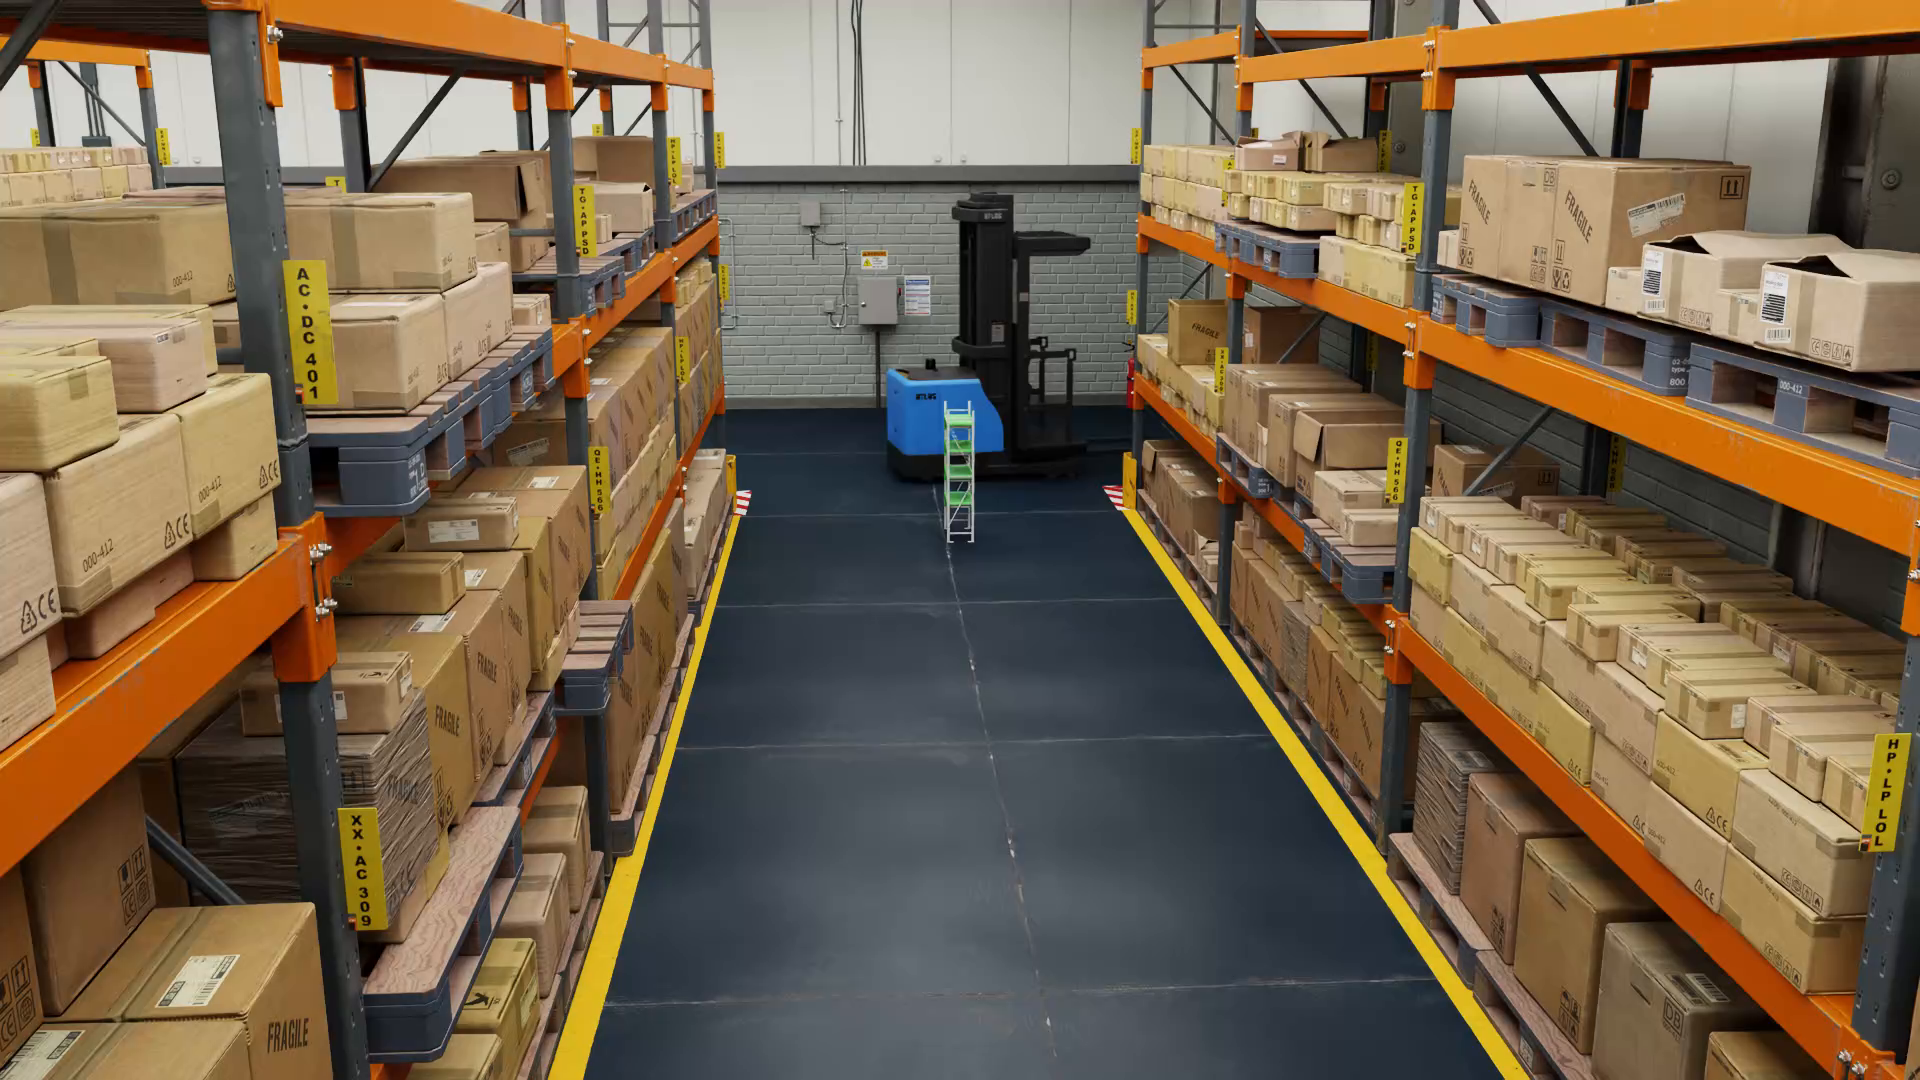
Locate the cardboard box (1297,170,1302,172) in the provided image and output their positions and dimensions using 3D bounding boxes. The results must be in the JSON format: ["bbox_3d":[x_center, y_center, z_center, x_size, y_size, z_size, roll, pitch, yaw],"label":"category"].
[{"bbox_3d":[2.693,-2.717,12.249,0.500,0.250,0.500,-1,14,-4],"label":"cardboard box"}]

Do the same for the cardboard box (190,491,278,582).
[{"bbox_3d":[-1.694,-0.014,3.544,0.380,0.149,0.250,-1,14,-3],"label":"cardboard box"}]

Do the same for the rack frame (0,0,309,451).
[{"bbox_3d":[-2.019,-1.662,3.426,1.000,3.000,0.127,-1,14,-3],"label":"rack frame"}]

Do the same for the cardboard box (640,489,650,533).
[{"bbox_3d":[-2.156,-0.185,10.026,0.500,0.250,0.500,-1,14,-3],"label":"cardboard box"}]

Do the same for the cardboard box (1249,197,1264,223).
[{"bbox_3d":[2.087,-2.135,10.747,0.380,0.149,0.250,-1,14,-3],"label":"cardboard box"}]

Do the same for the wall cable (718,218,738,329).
[{"bbox_3d":[-3.135,-3.650,21.091,0.585,1.953,0.123,-1,14,-3],"label":"wall cable"}]

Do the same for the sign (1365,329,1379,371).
[{"bbox_3d":[-2.127,-1.223,5.560,11.111,3.253,12.099,-1,14,-3],"label":"sign"}]

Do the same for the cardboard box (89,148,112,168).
[{"bbox_3d":[-7.324,-3.186,13.866,0.386,0.149,0.259,0,14,-1],"label":"cardboard box"}]

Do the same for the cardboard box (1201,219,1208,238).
[{"bbox_3d":[2.092,-2.429,12.930,0.380,0.149,0.250,-1,14,-4],"label":"cardboard box"}]

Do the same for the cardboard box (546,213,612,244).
[{"bbox_3d":[-2.247,-1.821,9.691,0.380,0.166,0.250,0,14,1],"label":"cardboard box"}]

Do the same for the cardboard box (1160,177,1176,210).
[{"bbox_3d":[2.018,-2.974,14.251,0.500,0.250,0.500,-1,14,-5],"label":"cardboard box"}]

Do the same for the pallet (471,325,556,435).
[{"bbox_3d":[-2.018,-0.531,5.429,1.213,0.211,1.003,-1,14,-3],"label":"pallet"}]

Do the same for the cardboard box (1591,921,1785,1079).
[{"bbox_3d":[2.999,2.316,3.930,0.963,0.625,4.871,-1,14,-3],"label":"cardboard box"}]

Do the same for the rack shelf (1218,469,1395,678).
[{"bbox_3d":[2.564,0.022,10.364,1.077,0.370,4.000,-1,14,-3],"label":"rack shelf"}]

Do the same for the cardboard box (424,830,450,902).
[{"bbox_3d":[-1.744,0.957,4.948,0.380,0.149,0.250,-1,14,-2],"label":"cardboard box"}]

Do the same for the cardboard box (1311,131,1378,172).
[{"bbox_3d":[2.577,-2.611,11.167,0.396,0.266,0.258,-1,14,-3],"label":"cardboard box"}]

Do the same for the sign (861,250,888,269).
[{"bbox_3d":[-1.097,-3.590,21.301,0.339,0.242,0.001,-1,14,-3],"label":"sign"}]

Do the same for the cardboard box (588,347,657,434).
[{"bbox_3d":[-2.185,-0.917,10.362,0.500,0.500,0.500,0,14,-2],"label":"cardboard box"}]

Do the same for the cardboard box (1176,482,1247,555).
[{"bbox_3d":[2.214,-0.186,13.904,0.700,0.500,0.500,-1,14,-6],"label":"cardboard box"}]

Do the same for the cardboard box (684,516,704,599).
[{"bbox_3d":[-2.446,0.134,12.787,0.875,0.438,0.875,-1,14,-4],"label":"cardboard box"}]

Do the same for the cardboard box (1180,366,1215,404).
[{"bbox_3d":[2.101,-1.267,13.633,0.500,0.250,0.500,-1,14,-4],"label":"cardboard box"}]

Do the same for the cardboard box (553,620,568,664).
[{"bbox_3d":[-1.854,0.435,6.977,0.380,0.149,0.250,-2,15,-6],"label":"cardboard box"}]

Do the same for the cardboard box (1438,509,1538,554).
[{"bbox_3d":[2.431,-0.041,7.664,0.380,0.149,0.250,-1,14,-2],"label":"cardboard box"}]

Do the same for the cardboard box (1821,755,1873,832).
[{"bbox_3d":[2.719,-0.143,8.765,0.659,0.500,8.552,0,14,-2],"label":"cardboard box"}]

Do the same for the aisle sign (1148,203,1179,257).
[{"bbox_3d":[1.895,-3.090,15.799,0.394,0.787,0.004,-1,14,-3],"label":"aisle sign"}]

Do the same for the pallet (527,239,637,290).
[{"bbox_3d":[-2.431,-1.550,9.390,1.003,0.211,1.213,0,14,-1],"label":"pallet"}]

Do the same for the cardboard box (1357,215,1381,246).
[{"bbox_3d":[2.379,-1.678,9.010,0.380,0.149,0.250,-1,14,-3],"label":"cardboard box"}]

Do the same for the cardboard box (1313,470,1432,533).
[{"bbox_3d":[2.299,-0.217,9.308,0.500,0.250,0.500,-2,15,-6],"label":"cardboard box"}]

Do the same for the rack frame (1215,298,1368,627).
[{"bbox_3d":[2.440,-0.824,12.208,1.000,3.000,0.127,-1,14,-3],"label":"rack frame"}]

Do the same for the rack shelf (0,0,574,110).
[{"bbox_3d":[-2.142,-1.617,5.499,1.077,0.370,4.000,-1,14,-3],"label":"rack shelf"}]

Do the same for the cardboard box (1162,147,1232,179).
[{"bbox_3d":[2.026,-3.219,14.198,0.500,0.250,0.500,-1,14,-4],"label":"cardboard box"}]

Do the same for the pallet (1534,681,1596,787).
[{"bbox_3d":[-9.709,0.384,4.889,25.245,1.709,1.217,-1,15,-6],"label":"pallet"}]

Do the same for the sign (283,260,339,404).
[{"bbox_3d":[-1.477,-0.470,3.775,0.100,0.325,0.005,-1,14,-3],"label":"sign"}]

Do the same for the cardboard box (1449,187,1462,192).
[{"bbox_3d":[2.873,-1.833,9.013,0.380,0.149,0.250,0,14,-2],"label":"cardboard box"}]

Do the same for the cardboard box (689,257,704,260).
[{"bbox_3d":[-2.540,-2.502,15.220,0.380,0.149,0.250,-1,14,-3],"label":"cardboard box"}]

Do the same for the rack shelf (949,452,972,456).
[{"bbox_3d":[-0.010,-0.821,14.986,0.199,0.029,0.442,-1,14,-3],"label":"rack shelf"}]

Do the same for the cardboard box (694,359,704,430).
[{"bbox_3d":[-2.333,-1.164,13.331,0.500,0.500,0.500,-1,14,-3],"label":"cardboard box"}]

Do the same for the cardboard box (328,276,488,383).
[{"bbox_3d":[-1.687,-0.618,4.845,0.500,0.250,0.500,-1,14,-4],"label":"cardboard box"}]

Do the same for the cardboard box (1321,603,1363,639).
[{"bbox_3d":[2.397,0.483,10.000,0.380,0.149,0.250,-1,14,-4],"label":"cardboard box"}]

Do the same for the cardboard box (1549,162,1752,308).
[{"bbox_3d":[2.552,-1.145,6.192,0.500,0.500,0.500,-1,14,-2],"label":"cardboard box"}]

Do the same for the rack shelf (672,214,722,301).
[{"bbox_3d":[-7.584,-1.545,13.445,10.987,1.870,4.000,-1,14,-3],"label":"rack shelf"}]

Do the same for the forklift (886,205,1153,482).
[{"bbox_3d":[-2.987,-1.922,16.790,10.787,2.843,1.129,-4,15,-14],"label":"forklift"}]

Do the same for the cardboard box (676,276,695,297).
[{"bbox_3d":[-2.350,-2.054,13.482,0.380,0.149,0.250,-1,14,-3],"label":"cardboard box"}]

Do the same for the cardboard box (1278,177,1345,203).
[{"bbox_3d":[2.169,-2.150,10.207,0.380,0.149,0.250,-1,14,-3],"label":"cardboard box"}]

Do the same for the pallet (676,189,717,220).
[{"bbox_3d":[-2.706,-2.966,14.694,1.003,0.211,1.213,-1,14,-3],"label":"pallet"}]

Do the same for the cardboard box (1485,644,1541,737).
[{"bbox_3d":[2.536,0.611,6.932,0.500,0.250,0.500,-1,14,-5],"label":"cardboard box"}]

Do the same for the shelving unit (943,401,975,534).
[{"bbox_3d":[-6.149,0.483,10.742,13.061,1.200,8.595,-1,14,-3],"label":"shelving unit"}]

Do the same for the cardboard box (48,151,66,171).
[{"bbox_3d":[-7.309,-2.993,13.119,0.380,0.149,0.250,-1,14,-5],"label":"cardboard box"}]

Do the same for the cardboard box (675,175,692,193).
[{"bbox_3d":[-2.538,-3.110,14.535,0.380,0.149,0.250,-2,15,-8],"label":"cardboard box"}]

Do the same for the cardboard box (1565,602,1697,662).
[{"bbox_3d":[2.490,0.340,6.183,0.380,0.149,0.250,-1,14,-5],"label":"cardboard box"}]

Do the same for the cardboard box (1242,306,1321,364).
[{"bbox_3d":[2.613,-1.633,13.551,0.500,0.500,0.500,-1,14,-5],"label":"cardboard box"}]

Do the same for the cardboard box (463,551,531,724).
[{"bbox_3d":[-1.853,0.351,6.001,0.500,0.500,0.500,-1,15,-6],"label":"cardboard box"}]

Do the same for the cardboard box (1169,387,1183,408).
[{"bbox_3d":[2.005,-1.224,14.270,0.380,0.149,0.250,-1,14,-2],"label":"cardboard box"}]

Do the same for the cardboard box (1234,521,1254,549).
[{"bbox_3d":[2.196,-0.037,12.023,0.380,0.149,0.250,0,14,-1],"label":"cardboard box"}]
